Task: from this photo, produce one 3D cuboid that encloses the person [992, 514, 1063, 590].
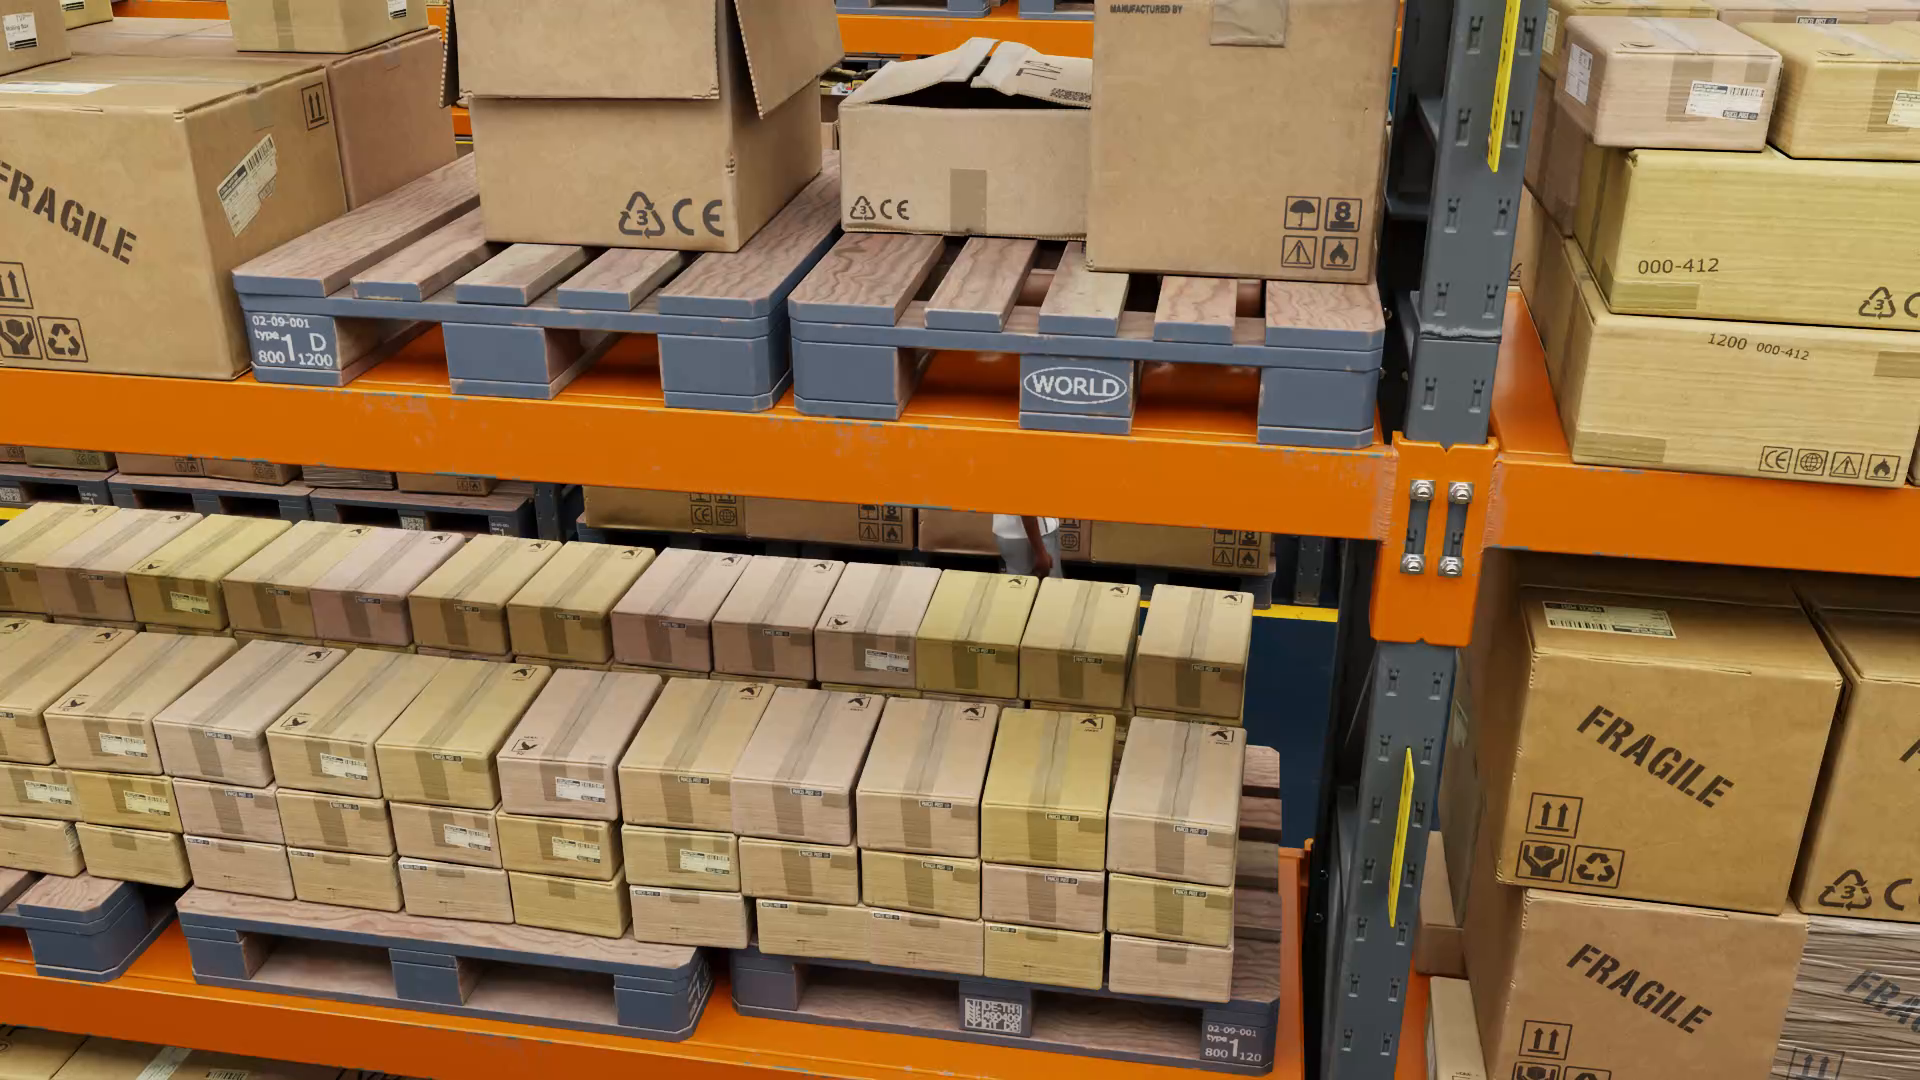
[{"bbox_3d":[0.336,-0.033,7.178,0.398,1.659,0.530,2,25,5],"label":"person"}]
